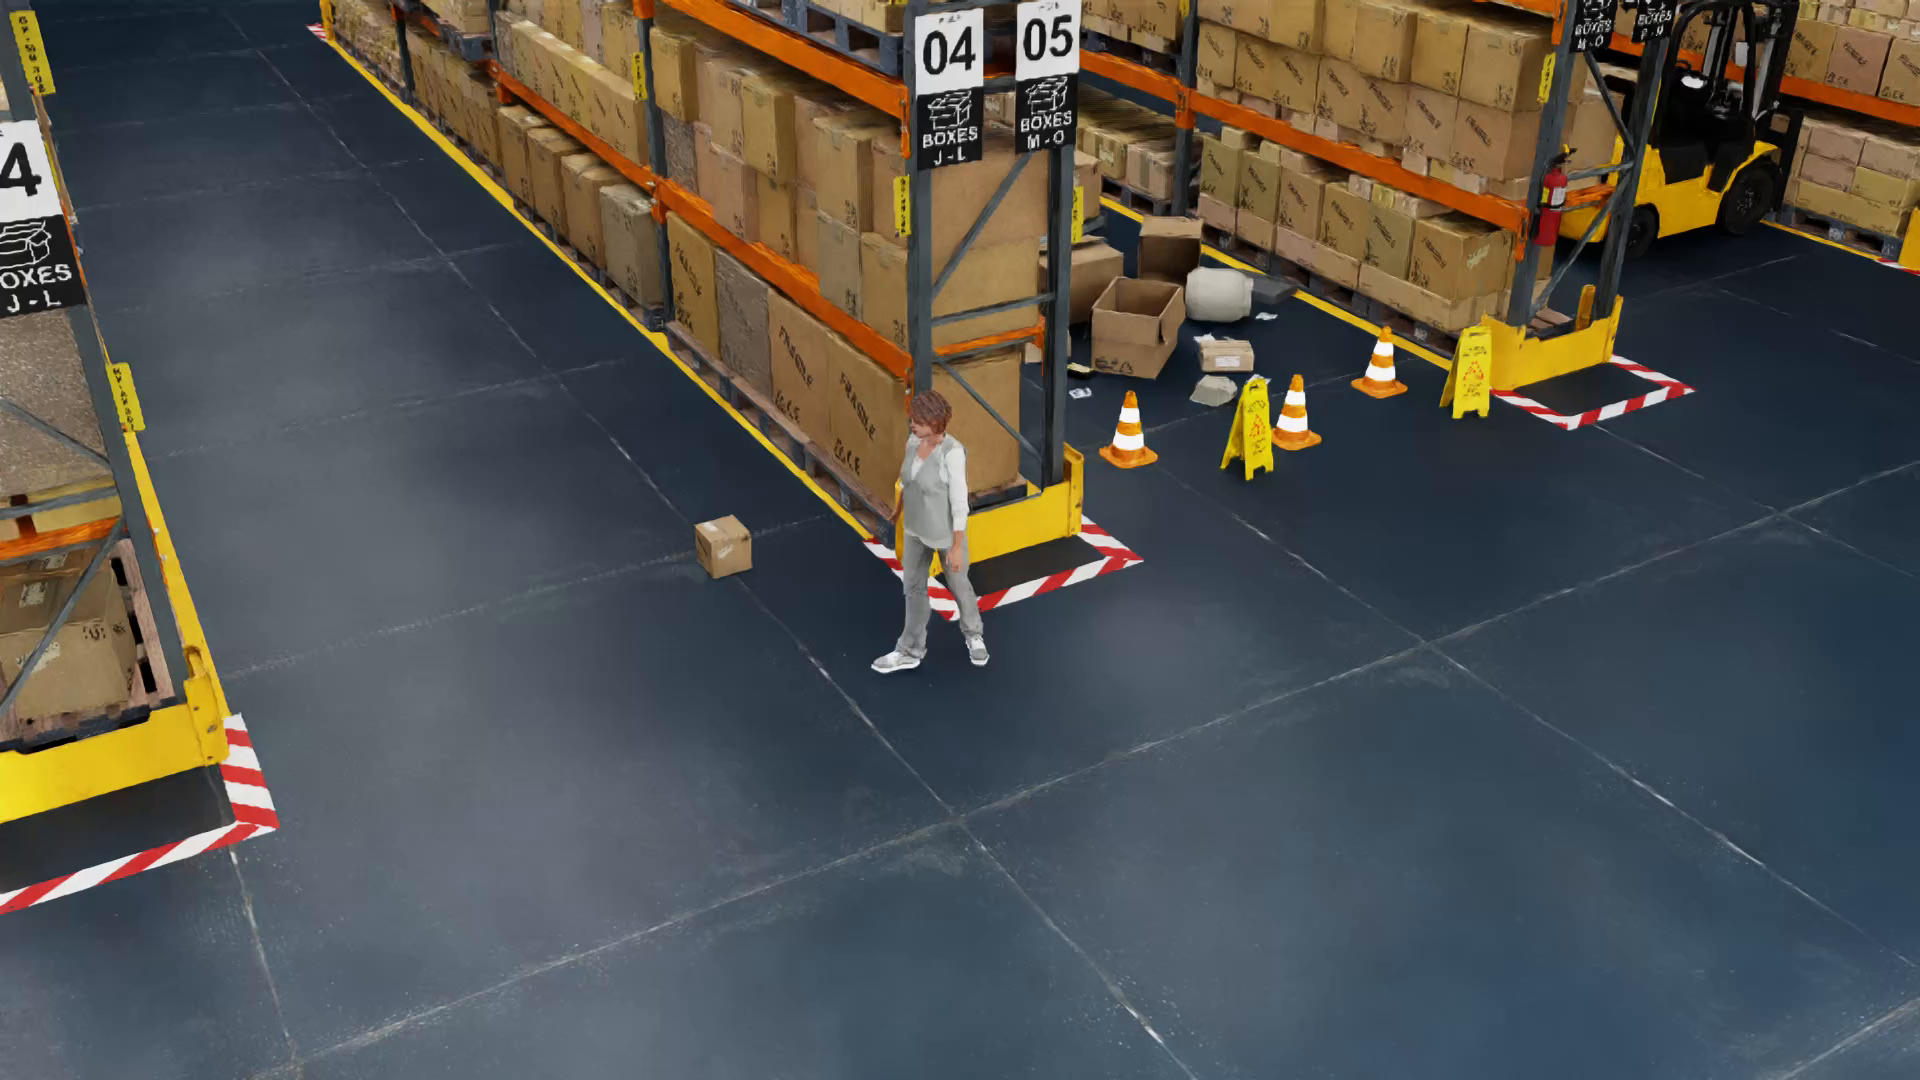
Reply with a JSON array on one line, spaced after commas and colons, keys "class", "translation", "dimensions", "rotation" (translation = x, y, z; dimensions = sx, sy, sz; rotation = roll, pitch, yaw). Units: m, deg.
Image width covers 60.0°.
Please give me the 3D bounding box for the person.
[{"class": "person", "translation": [-0.179, -0.052, 8.634], "dimensions": [0.604, 1.583, 0.606], "rotation": [25, 38, 36]}]
